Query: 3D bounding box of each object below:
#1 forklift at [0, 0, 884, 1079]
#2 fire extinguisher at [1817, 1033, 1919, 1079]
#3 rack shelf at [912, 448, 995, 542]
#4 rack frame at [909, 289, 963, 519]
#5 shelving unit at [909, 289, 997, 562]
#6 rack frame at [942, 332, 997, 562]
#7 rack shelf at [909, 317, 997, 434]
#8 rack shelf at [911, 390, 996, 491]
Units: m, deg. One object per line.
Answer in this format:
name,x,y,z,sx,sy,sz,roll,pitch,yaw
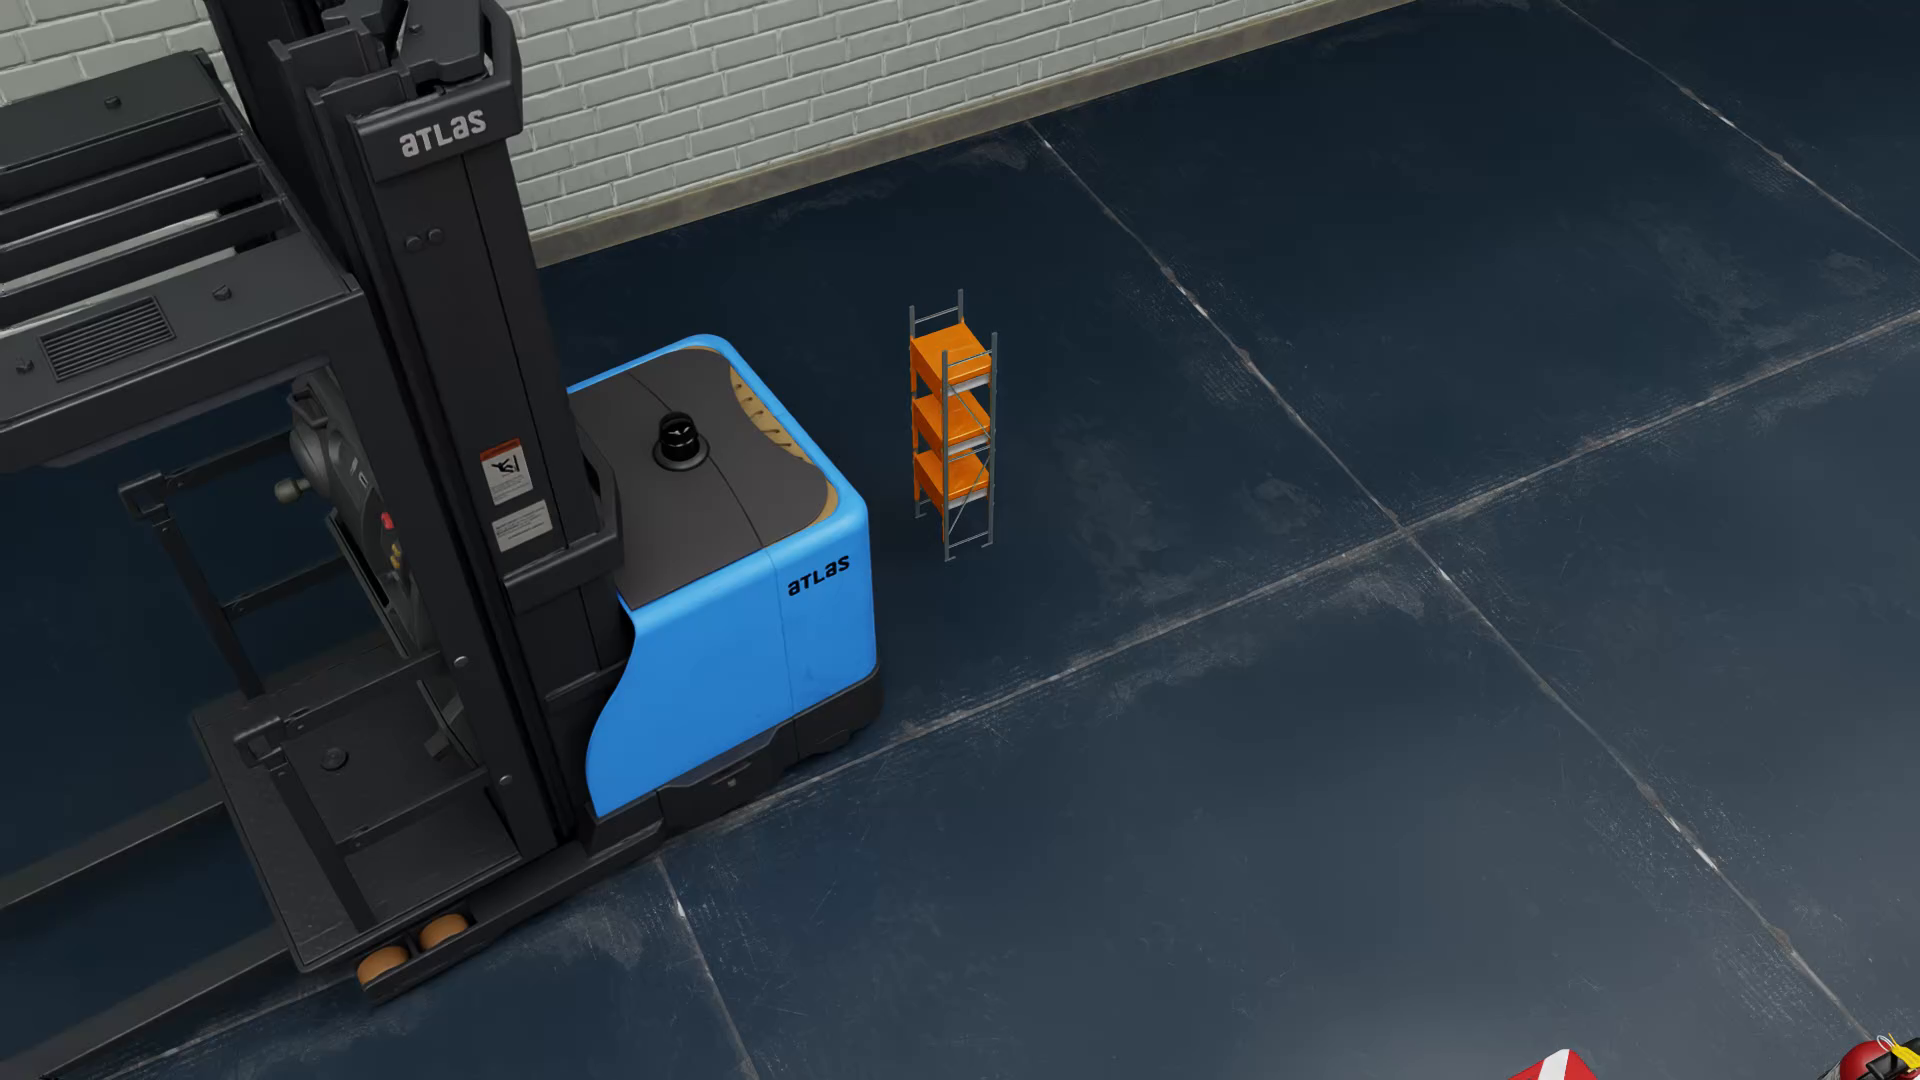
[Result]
forklift,-1.769,-0.038,4.336,3.031,2.935,1.130,-27,54,-21
fire extinguisher,1.917,1.187,3.518,0.296,0.674,0.183,-21,52,-18
rack shelf,-0.024,-0.192,6.103,0.215,0.259,0.240,-21,52,-18
rack frame,-0.080,-0.463,5.958,0.200,1.050,0.008,-21,52,-18
shelving unit,-0.024,-0.381,5.886,0.215,1.050,0.252,-21,52,-18
rack frame,0.031,-0.300,5.815,0.200,1.050,0.008,-21,52,-18
rack shelf,-0.024,-0.561,5.681,0.215,0.259,0.240,-21,52,-18
rack shelf,-0.024,-0.374,5.894,0.215,0.259,0.240,-21,52,-18
